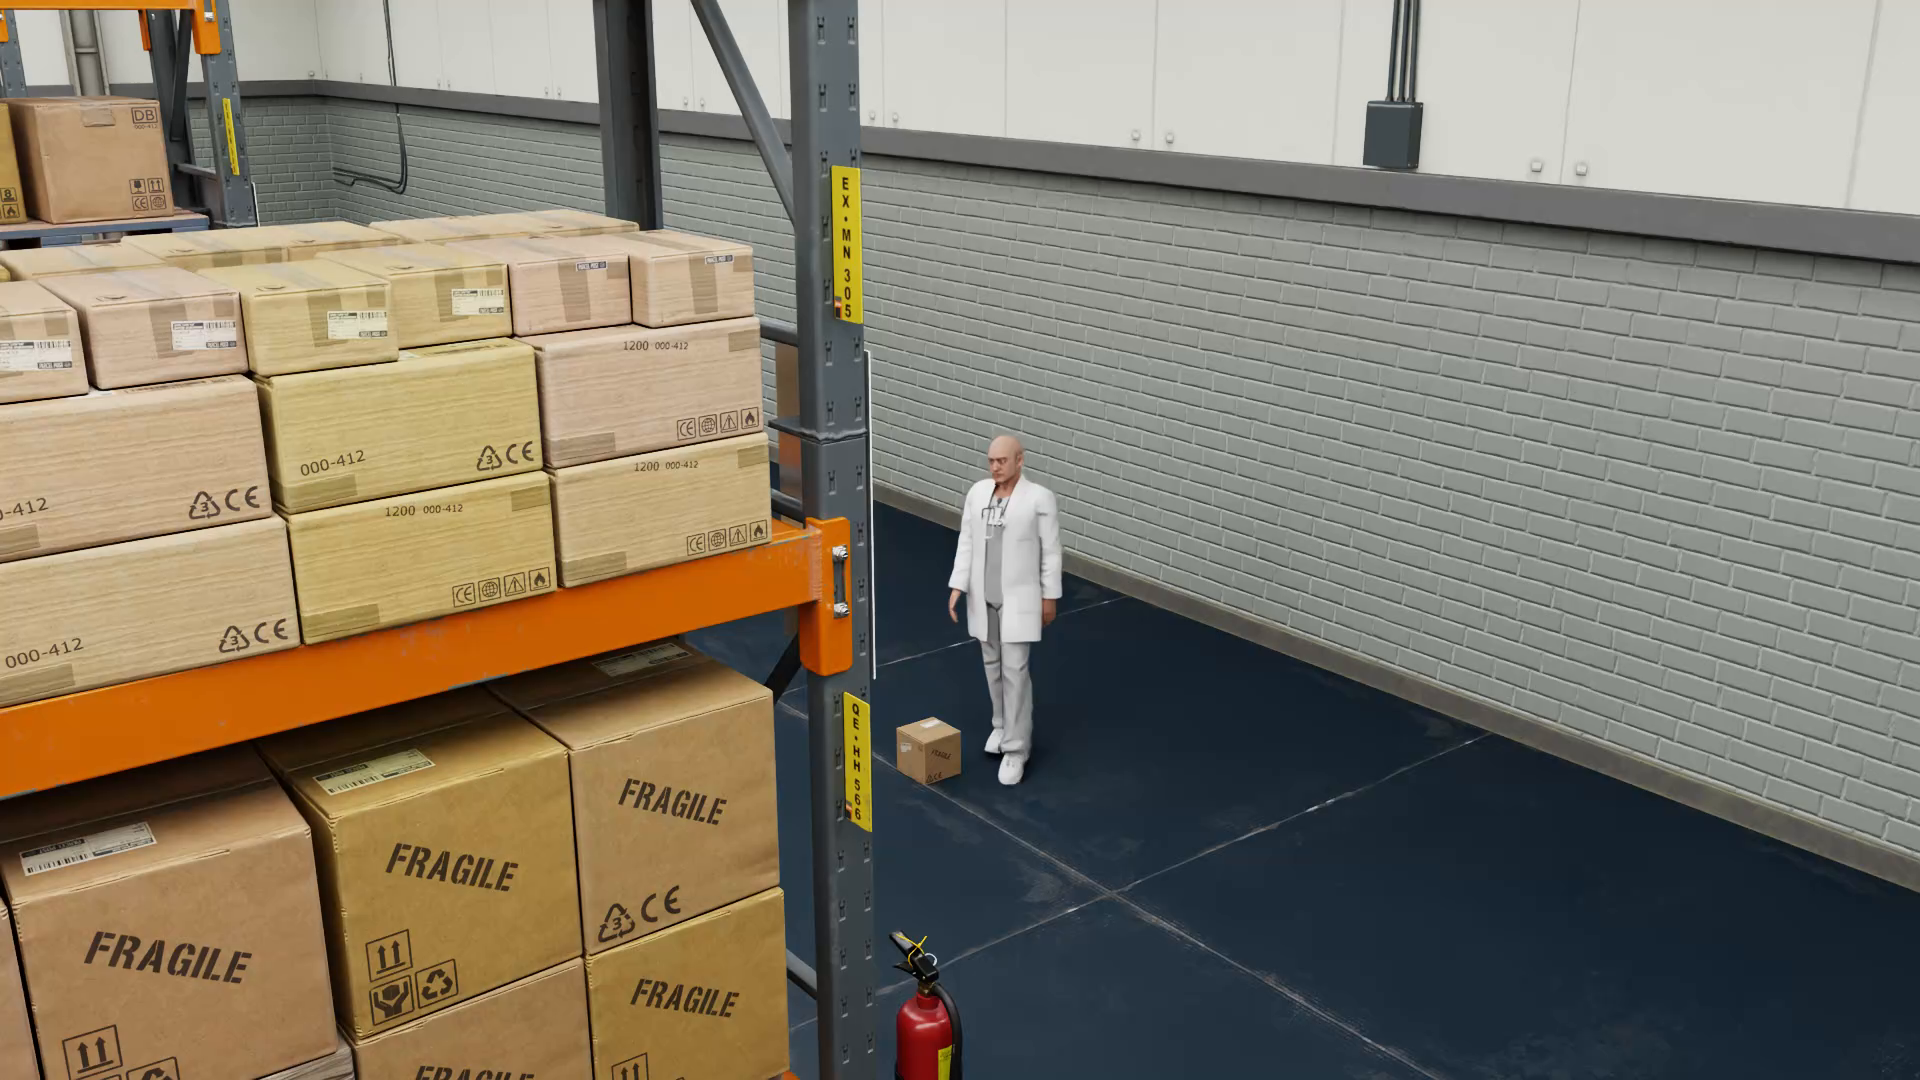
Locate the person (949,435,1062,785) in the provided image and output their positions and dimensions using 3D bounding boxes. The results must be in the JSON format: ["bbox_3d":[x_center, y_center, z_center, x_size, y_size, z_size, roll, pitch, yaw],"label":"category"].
[{"bbox_3d":[0.187,0.344,8.966,0.589,1.794,0.636,11,20,30],"label":"person"}]
